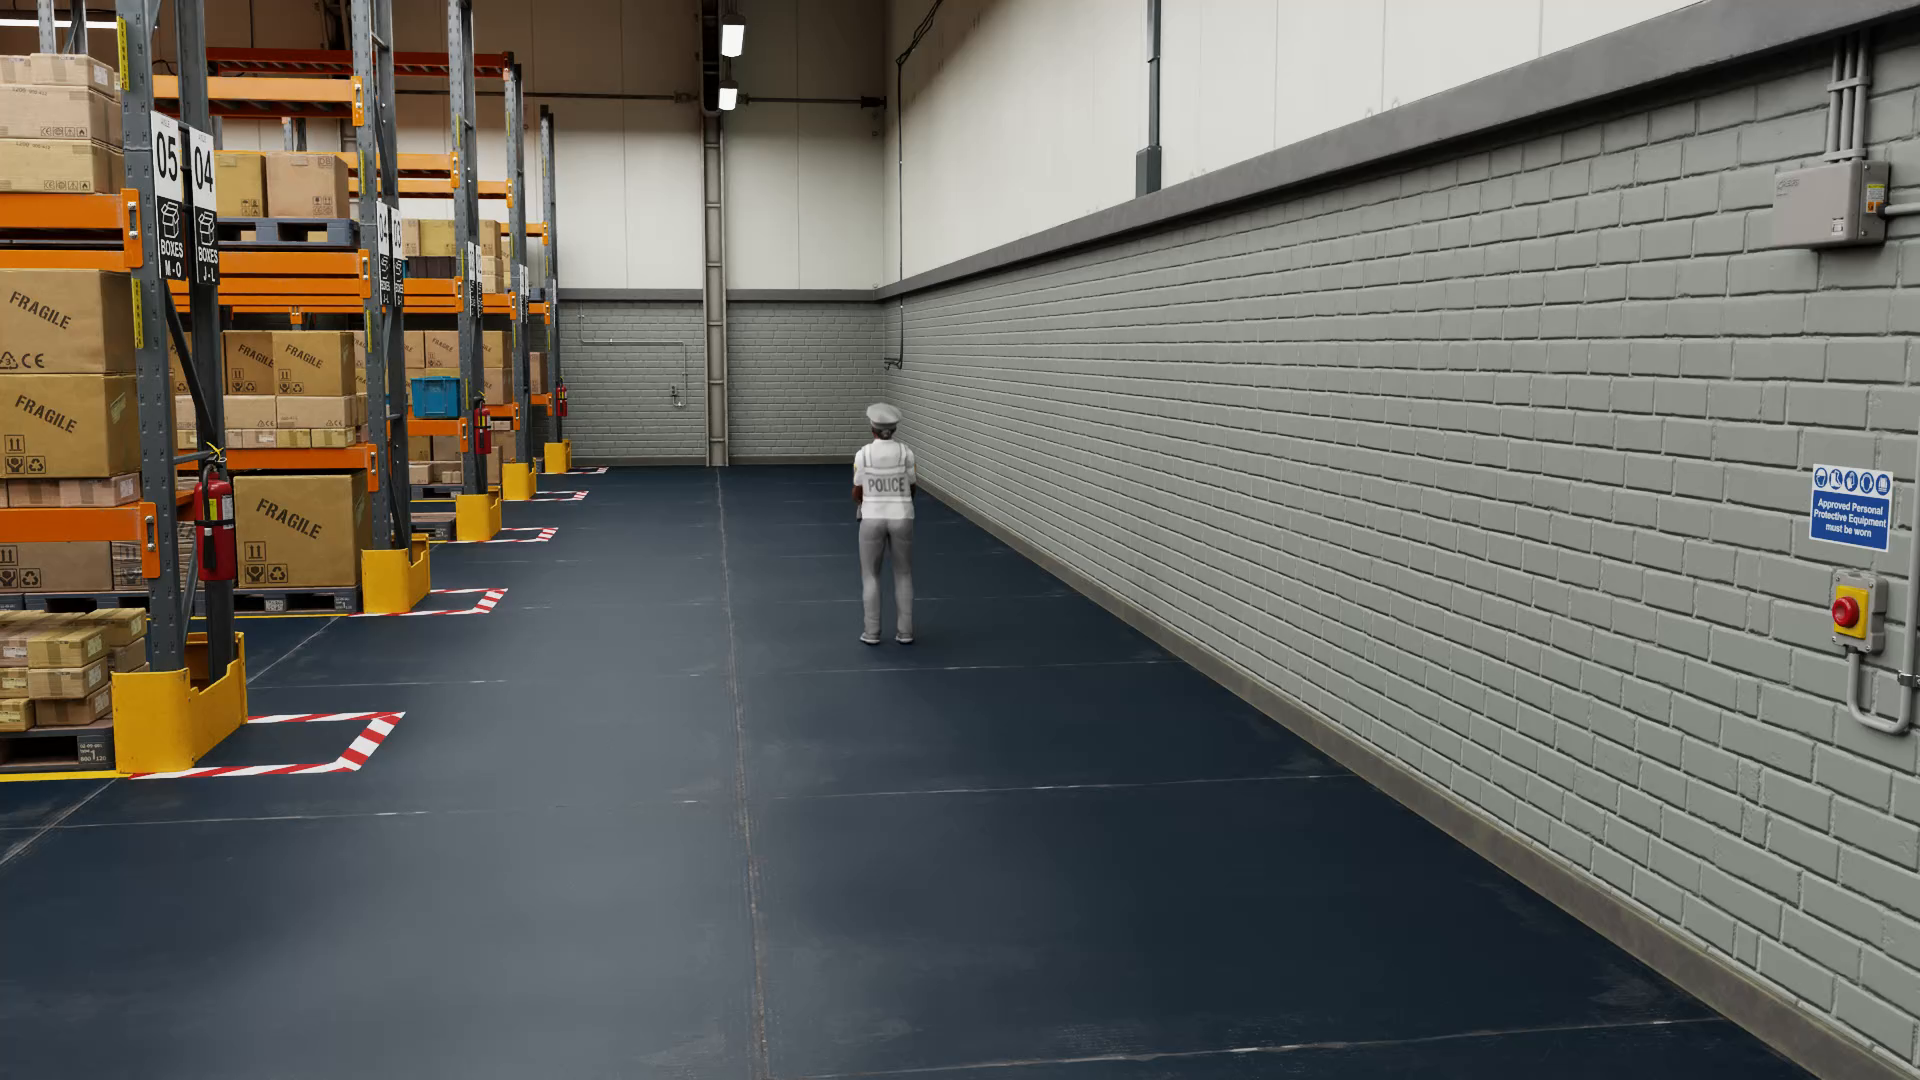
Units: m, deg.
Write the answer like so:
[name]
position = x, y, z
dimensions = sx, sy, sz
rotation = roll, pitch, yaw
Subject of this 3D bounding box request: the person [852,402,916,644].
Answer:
[person]
position = -0.537, -0.124, 11.754
dimensions = 0.455, 1.697, 0.530
rotation = -1, 7, -9
